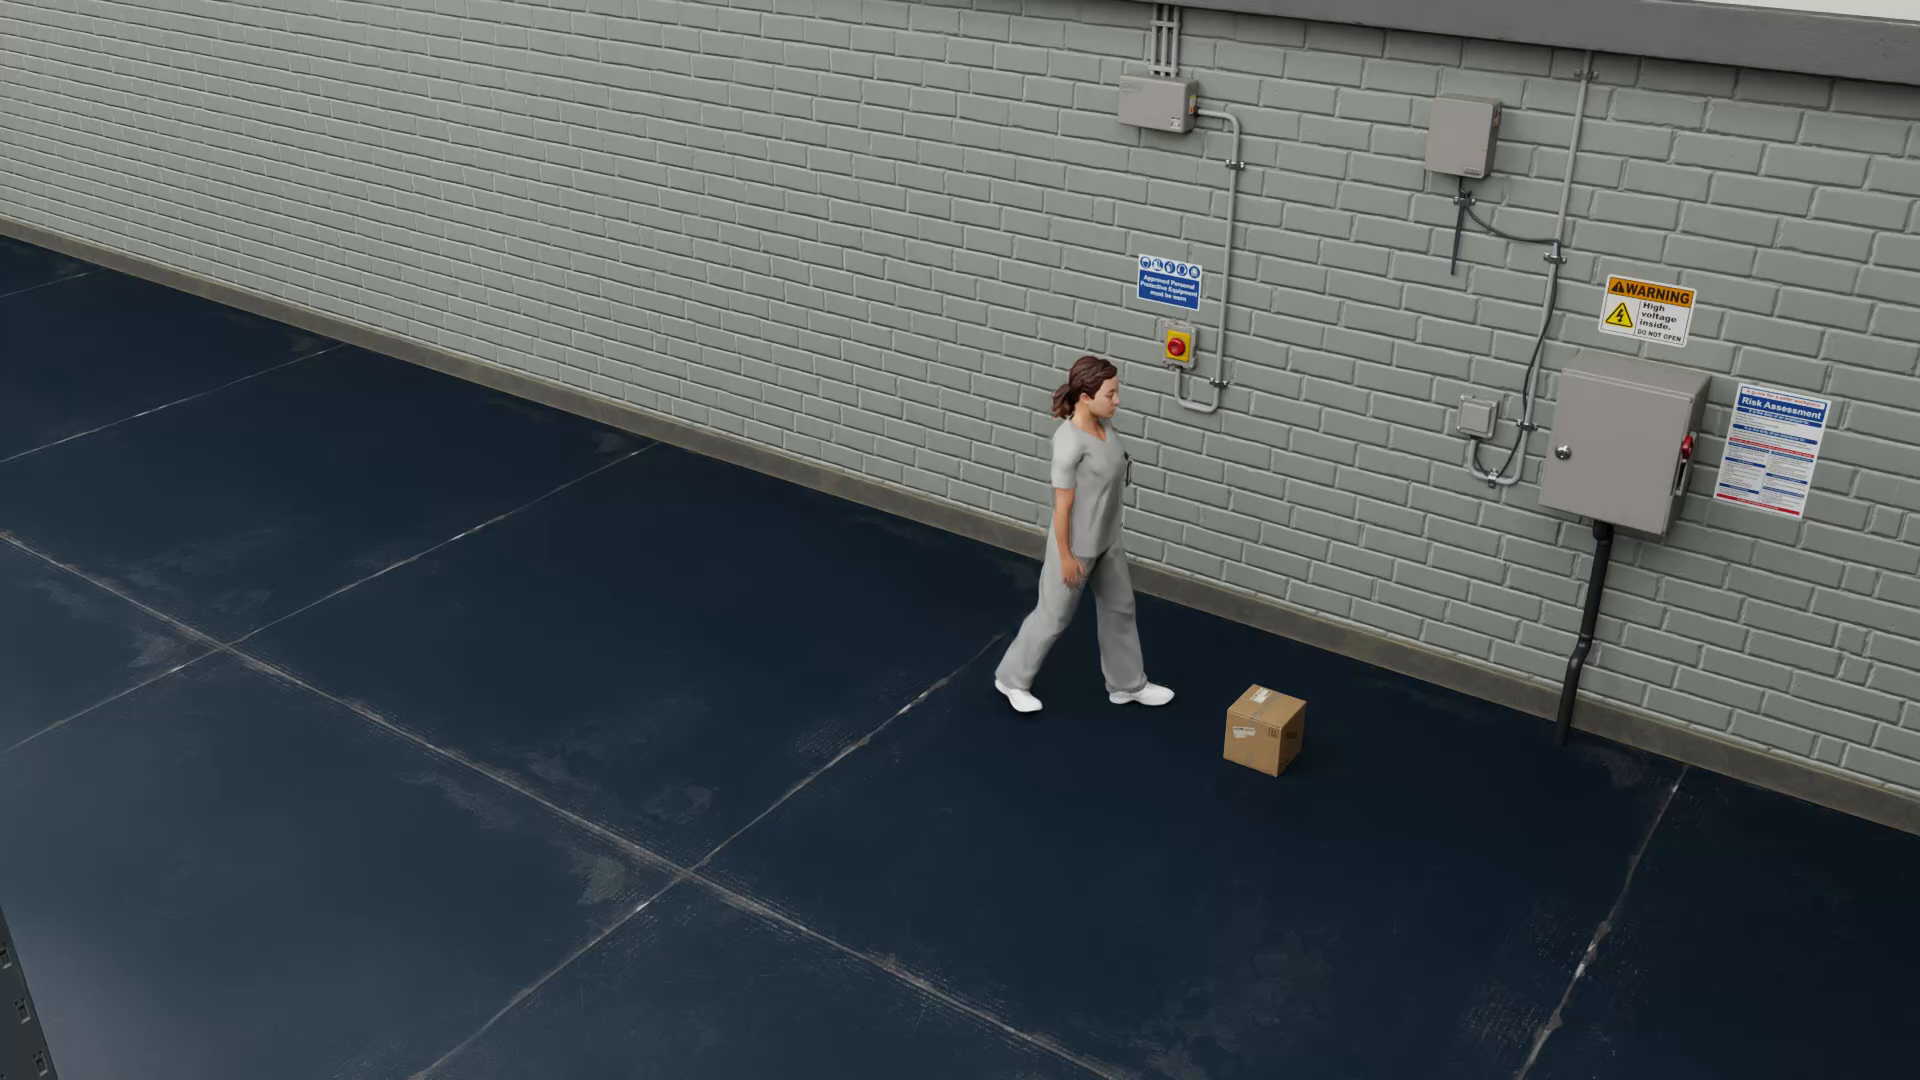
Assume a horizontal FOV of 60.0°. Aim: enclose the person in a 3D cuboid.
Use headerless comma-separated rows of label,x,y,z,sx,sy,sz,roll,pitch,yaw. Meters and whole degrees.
person,0.539,0.008,7.103,0.759,1.664,0.470,15,31,26
